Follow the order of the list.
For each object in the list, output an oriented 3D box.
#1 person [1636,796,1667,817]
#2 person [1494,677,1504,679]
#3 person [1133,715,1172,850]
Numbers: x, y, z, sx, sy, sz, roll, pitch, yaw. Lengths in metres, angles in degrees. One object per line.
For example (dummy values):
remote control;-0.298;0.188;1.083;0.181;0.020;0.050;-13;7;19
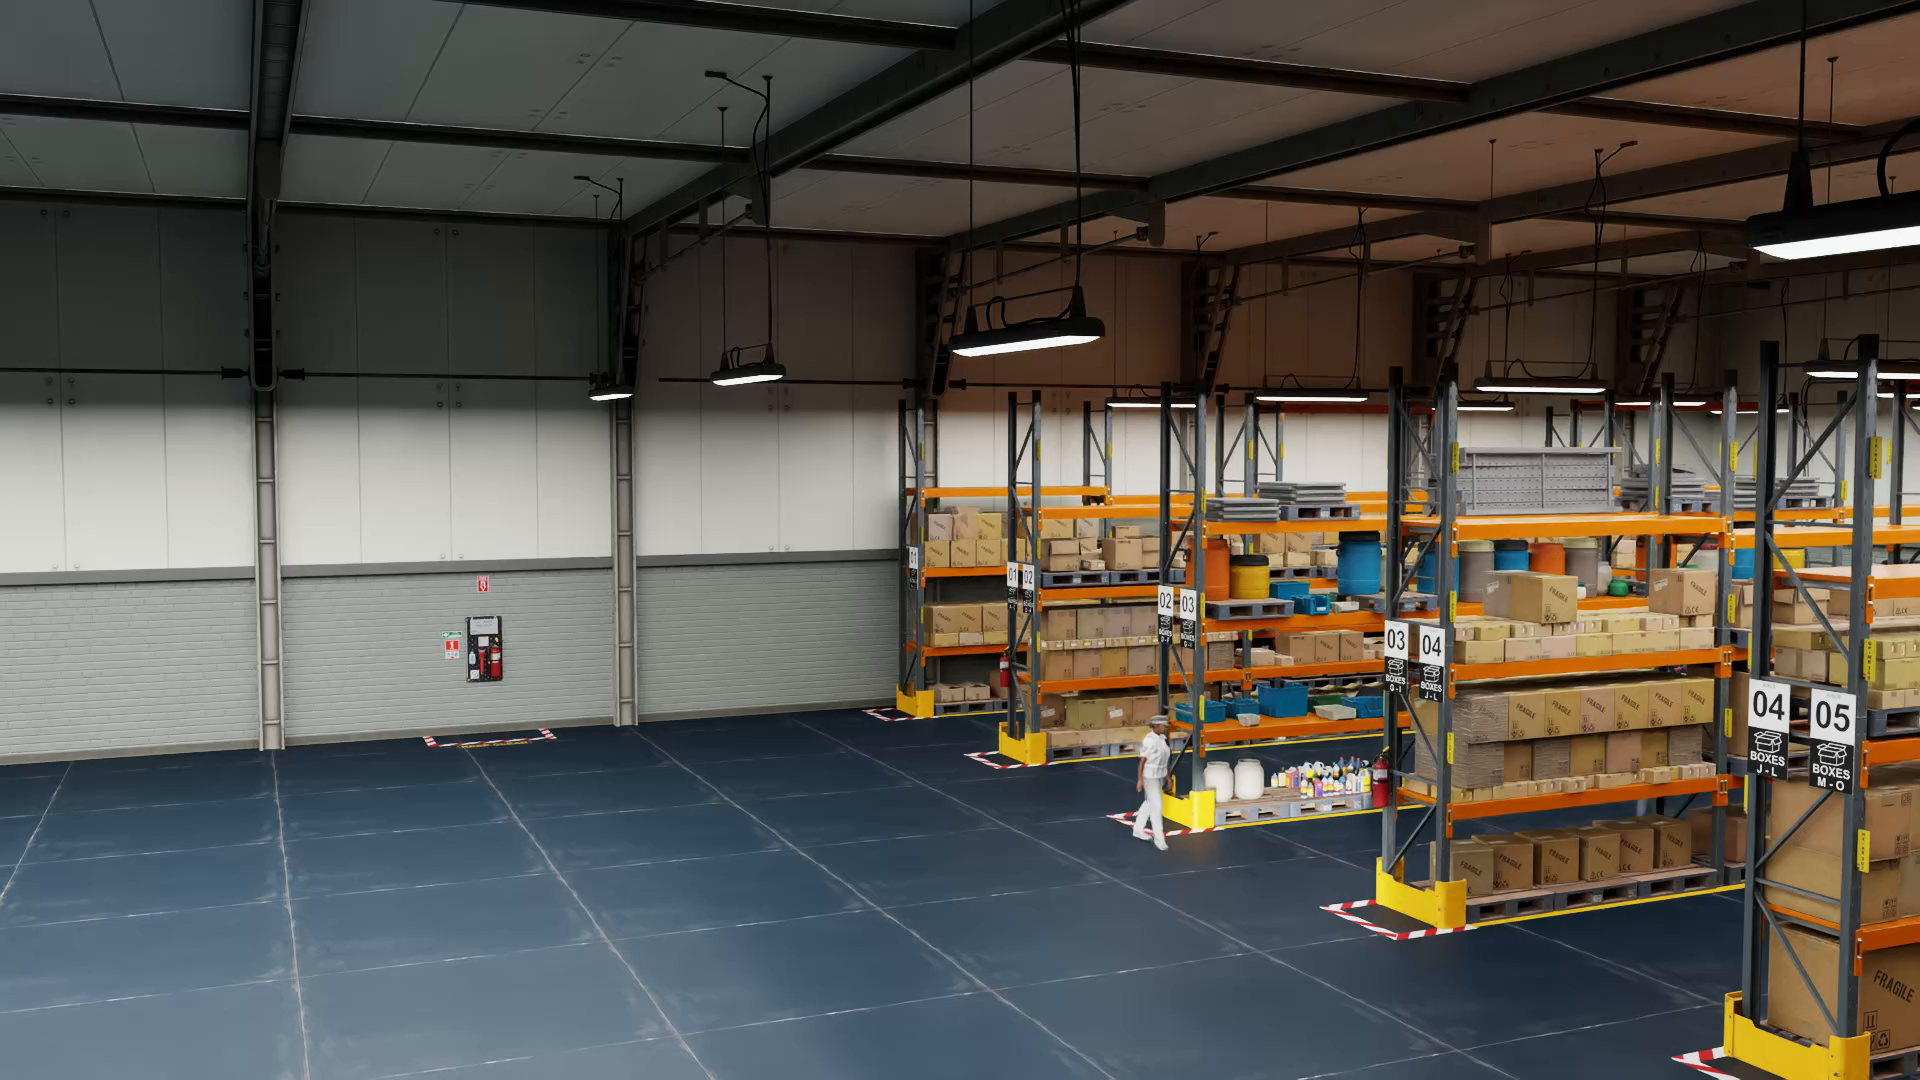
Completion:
person;9.159;3.005;21.853;0.612;1.774;0.398;2;4;35
person;8.881;2.809;26.959;0.792;1.515;0.586;-1;3;-13
person;2.499;3.093;21.437;0.670;1.677;0.538;2;4;35
